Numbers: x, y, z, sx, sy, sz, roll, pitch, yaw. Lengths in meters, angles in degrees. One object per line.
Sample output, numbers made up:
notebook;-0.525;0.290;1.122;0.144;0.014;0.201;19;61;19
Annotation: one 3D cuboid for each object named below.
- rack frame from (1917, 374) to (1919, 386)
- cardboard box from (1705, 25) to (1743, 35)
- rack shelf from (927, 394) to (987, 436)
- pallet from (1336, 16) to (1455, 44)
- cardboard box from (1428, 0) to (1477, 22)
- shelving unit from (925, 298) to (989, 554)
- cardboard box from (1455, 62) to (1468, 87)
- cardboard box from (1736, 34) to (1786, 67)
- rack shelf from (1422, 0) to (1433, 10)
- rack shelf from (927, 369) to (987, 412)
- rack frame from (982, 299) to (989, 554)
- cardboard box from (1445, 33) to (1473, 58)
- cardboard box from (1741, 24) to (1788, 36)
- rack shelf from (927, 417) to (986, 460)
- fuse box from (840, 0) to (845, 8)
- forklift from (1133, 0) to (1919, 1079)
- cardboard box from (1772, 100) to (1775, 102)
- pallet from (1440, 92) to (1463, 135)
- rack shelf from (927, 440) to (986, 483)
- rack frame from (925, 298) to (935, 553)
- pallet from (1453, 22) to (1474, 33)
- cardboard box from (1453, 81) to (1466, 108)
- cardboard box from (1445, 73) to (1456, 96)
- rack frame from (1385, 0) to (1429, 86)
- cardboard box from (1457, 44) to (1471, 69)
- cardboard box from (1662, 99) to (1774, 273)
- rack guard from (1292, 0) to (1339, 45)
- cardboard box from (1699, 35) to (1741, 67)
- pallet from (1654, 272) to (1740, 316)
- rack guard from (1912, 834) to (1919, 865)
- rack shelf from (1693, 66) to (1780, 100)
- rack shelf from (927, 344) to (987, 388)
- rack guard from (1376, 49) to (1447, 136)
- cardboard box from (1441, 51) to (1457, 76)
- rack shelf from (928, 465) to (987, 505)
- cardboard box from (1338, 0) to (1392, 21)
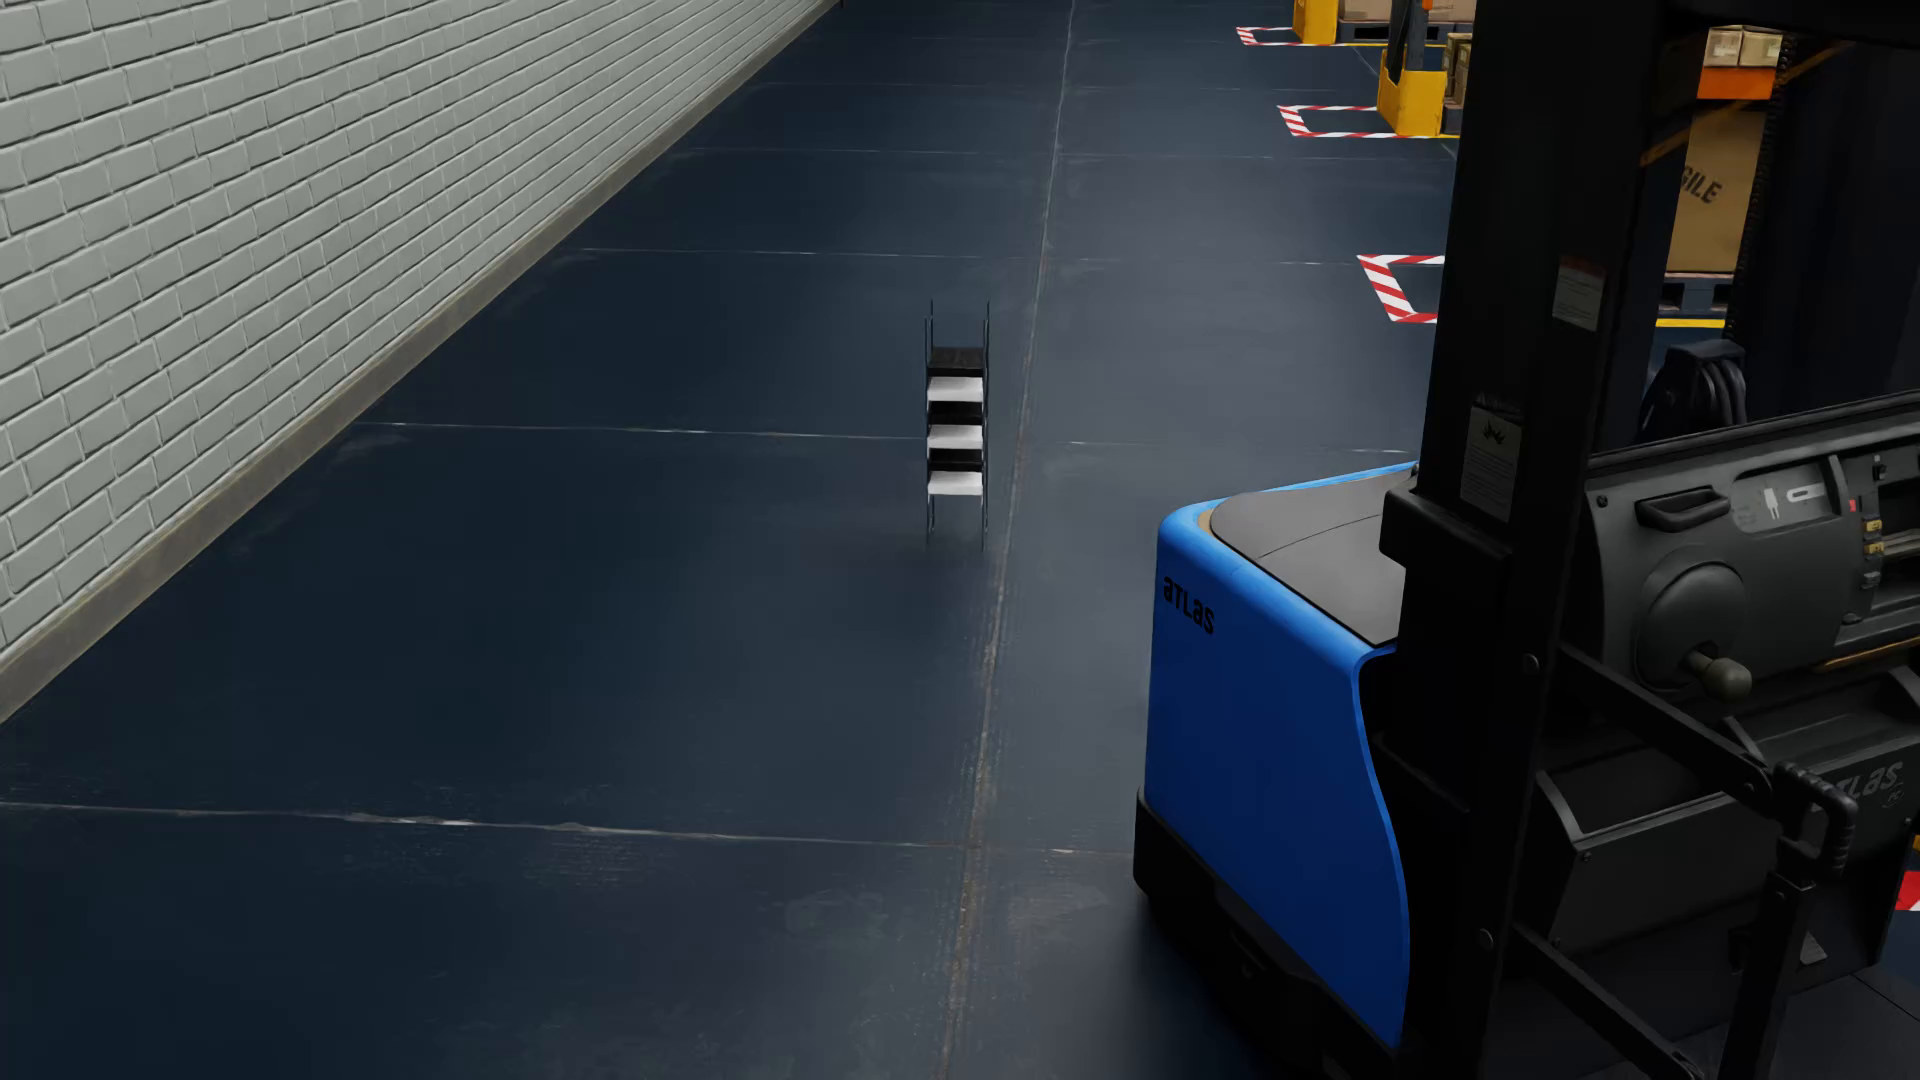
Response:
rack frame;2.765;-0.698;4.178;0.127;3.000;1.000;2;25;4
cardboard box;3.602;-2.701;8.356;0.500;0.250;0.500;1;25;3
rack shelf;-0.008;-0.461;6.039;0.200;0.077;0.258;2;25;4
pallet;4.706;-5.633;18.239;1.213;0.211;1.003;2;25;4
cardboard box;5.482;-5.914;18.077;0.875;0.438;0.875;2;25;5
shelving unit;-0.008;-0.409;6.062;0.210;0.900;0.258;2;25;4
cardboard box;4.127;-3.733;13.327;0.250;0.149;0.380;3;25;6
cardboard box;3.984;-2.484;8.360;0.250;0.149;0.380;1;25;3
rack shelf;5.619;-4.435;13.161;4.000;0.370;1.077;2;25;4
rack shelf;-0.008;-0.542;6.001;0.200;0.077;0.258;2;25;4
rack frame;0.093;-0.406;6.055;0.006;0.900;0.240;2;25;4
cardboard box;4.172;-4.081;13.727;0.250;0.149;0.380;2;25;5
cardboard box;4.121;-2.687;8.326;0.500;0.250;0.500;2;25;3
rack shelf;-0.008;-0.379;6.076;0.200;0.077;0.258;2;25;4
fuse box;-1.415;-7.349;20.174;0.414;1.711;0.539;2;25;4
forklift;1.513;0.048;2.639;1.130;2.935;3.031;-11;27;-22
cardboard box;4.696;-1.972;8.986;0.875;0.875;0.875;2;25;4
pallet;4.508;-3.516;13.639;1.213;0.211;1.003;2;25;4
rack shelf;-0.008;-0.297;6.114;0.200;0.077;0.258;2;25;4
rack frame;-0.109;-0.412;6.070;0.006;0.900;0.240;2;25;4
pallet;5.919;-5.593;18.152;1.213;0.211;1.003;2;25;4
cardboard box;4.123;-3.572;13.332;0.250;0.149;0.380;2;25;5
cardboard box;4.165;-3.792;13.811;0.250;0.149;0.380;2;25;5
rack frame;3.625;-4.826;13.150;0.127;3.000;1.000;2;25;4
cardboard box;4.121;-3.834;13.190;0.250;0.149;0.380;1;25;2
cardboard box;3.788;-2.001;9.049;0.875;0.875;0.875;2;25;4
rack guard;3.879;-5.758;18.165;0.348;0.500;1.175;2;25;4
cardboard box;3.729;-2.492;8.377;0.250;0.149;0.380;1;25;3
pallet;3.947;-1.502;9.263;1.213;0.211;1.003;2;25;4
rack guard;2.740;0.442;4.691;0.348;0.500;1.175;2;25;4
rack shelf;5.138;-2.371;8.676;4.000;0.370;1.077;2;25;4
rack shelf;-0.008;-0.624;5.964;0.200;0.077;0.258;2;25;4
rack guard;3.700;-3.688;13.667;0.348;0.500;1.175;2;25;4
cardboard box;4.173;-3.959;13.818;0.250;0.149;0.380;1;25;3
rack shelf;-0.008;-0.215;6.152;0.200;0.077;0.258;2;25;4
cardboard box;4.569;-5.940;18.133;0.875;0.438;0.875;1;25;2
